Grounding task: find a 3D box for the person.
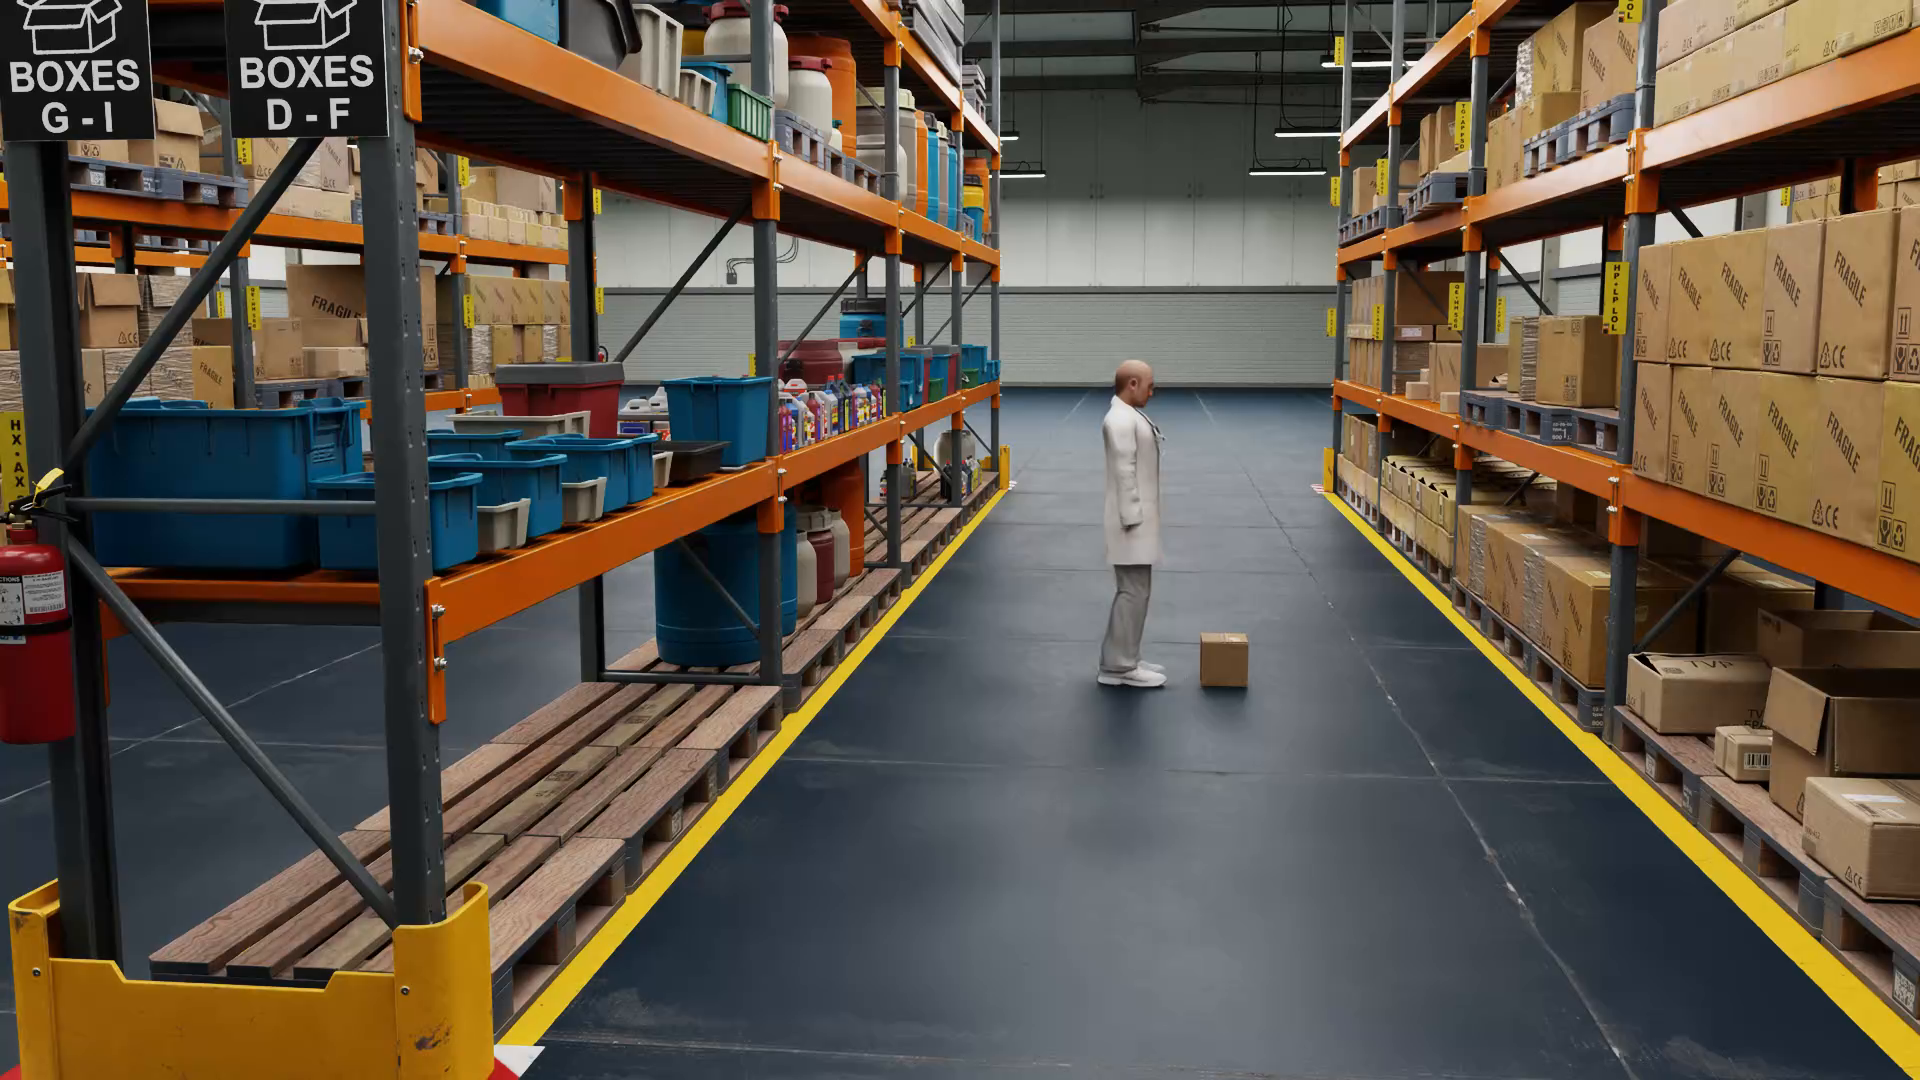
[{"bbox_3d":[0.960,-0.098,9.151,0.380,1.778,0.562,1,7,7],"label":"person"}]
